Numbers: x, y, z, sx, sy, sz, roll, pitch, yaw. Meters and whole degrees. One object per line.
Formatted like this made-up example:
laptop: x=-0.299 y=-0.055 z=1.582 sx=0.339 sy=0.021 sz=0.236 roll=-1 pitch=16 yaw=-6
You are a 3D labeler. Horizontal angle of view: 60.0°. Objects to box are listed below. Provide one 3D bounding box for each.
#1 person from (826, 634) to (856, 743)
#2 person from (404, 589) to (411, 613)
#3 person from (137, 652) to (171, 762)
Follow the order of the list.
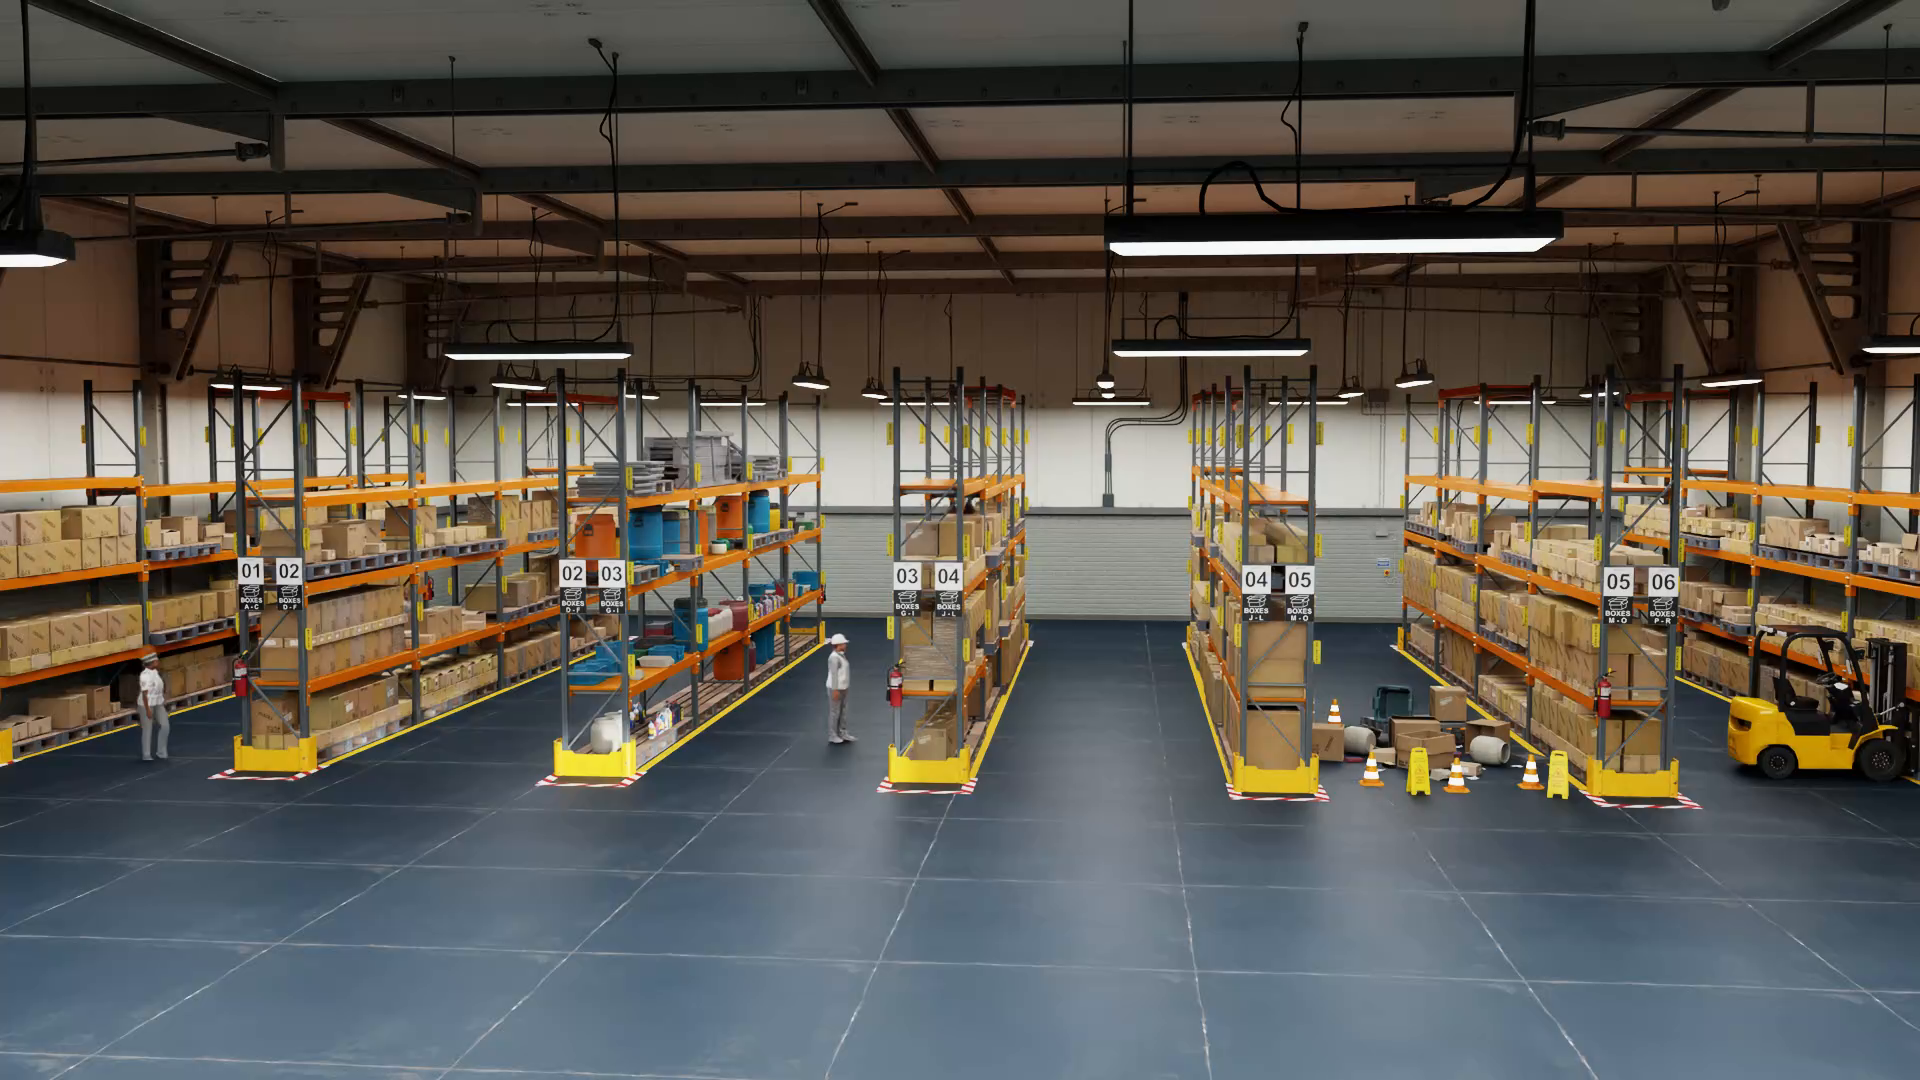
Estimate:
person: x=-1.962 y=2.423 z=27.203 sx=0.439 sy=1.784 sz=0.557 roll=1 pitch=4 yaw=10
person: x=-12.305 y=1.908 z=37.075 sx=0.308 sy=1.631 sz=0.441 roll=0 pitch=4 yaw=7
person: x=-12.500 y=2.600 z=25.731 sx=0.431 sy=1.731 sz=0.487 roll=1 pitch=4 yaw=22
